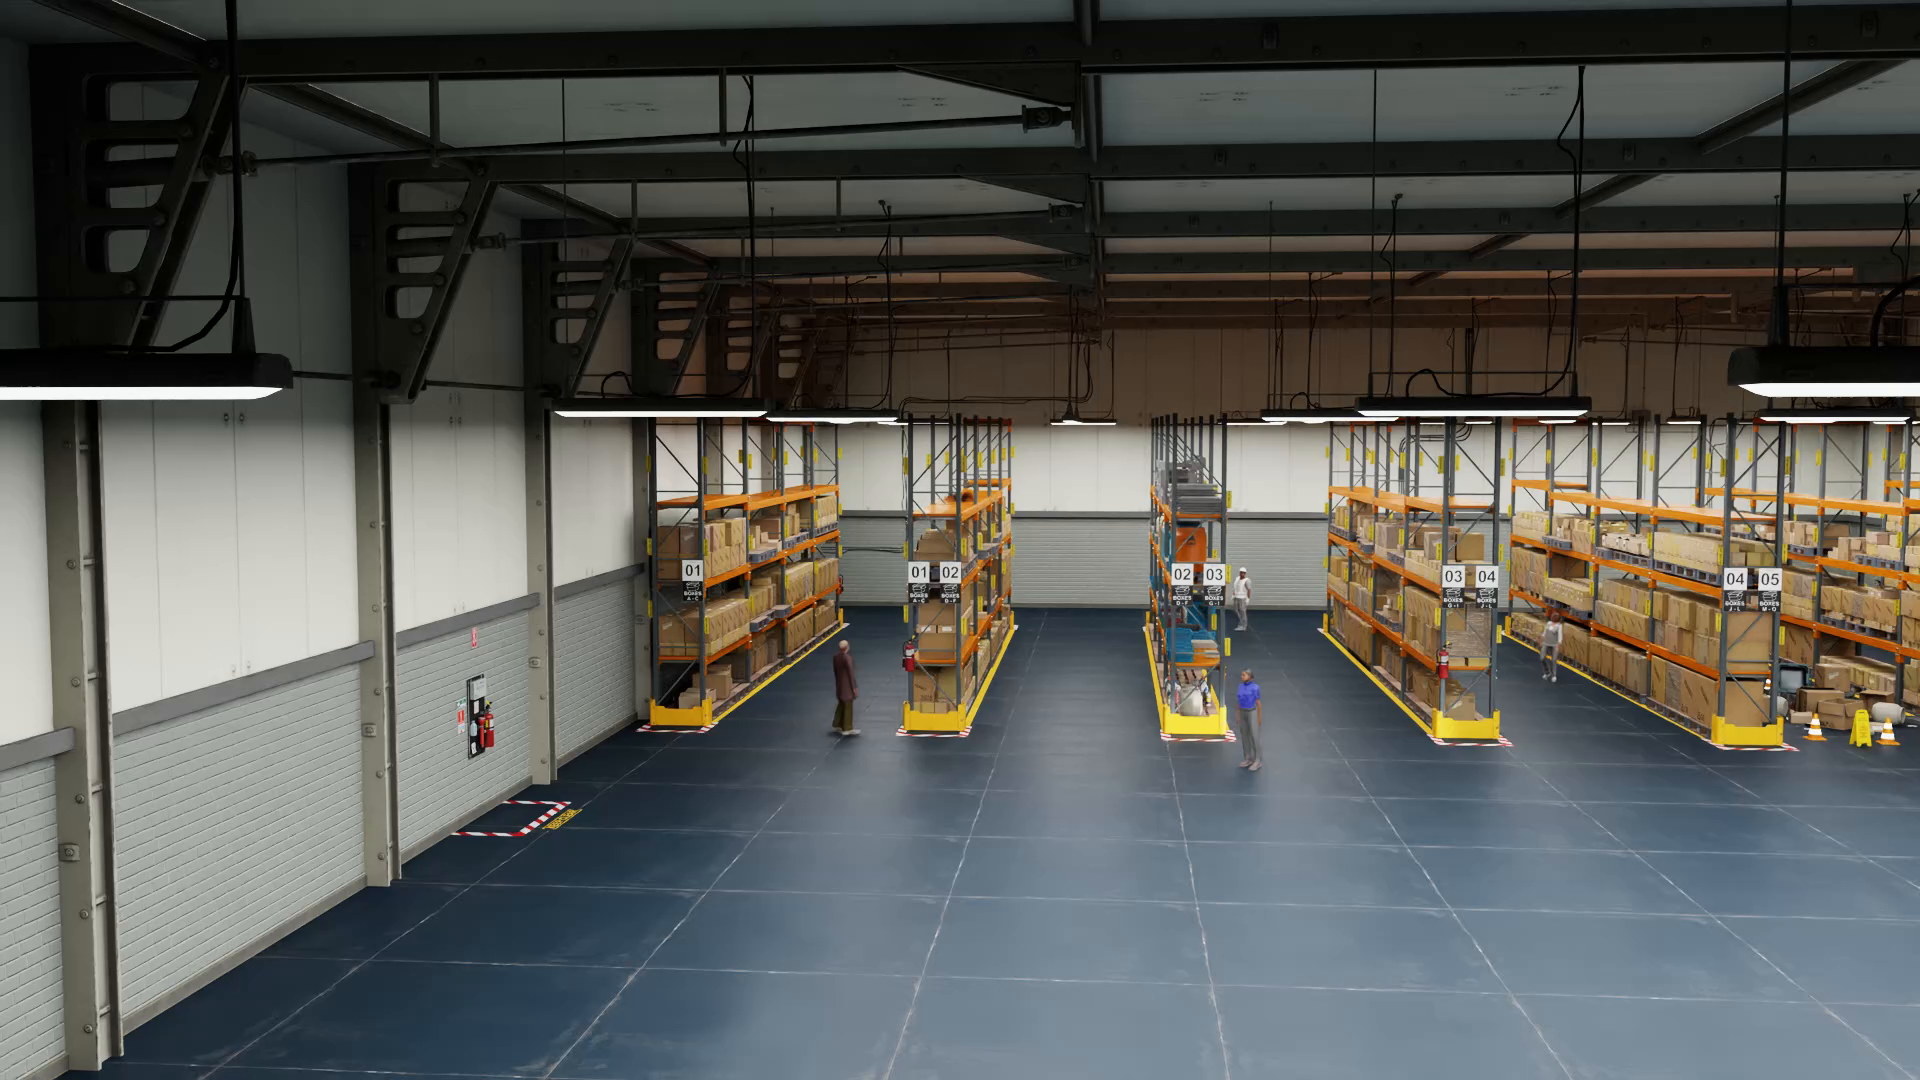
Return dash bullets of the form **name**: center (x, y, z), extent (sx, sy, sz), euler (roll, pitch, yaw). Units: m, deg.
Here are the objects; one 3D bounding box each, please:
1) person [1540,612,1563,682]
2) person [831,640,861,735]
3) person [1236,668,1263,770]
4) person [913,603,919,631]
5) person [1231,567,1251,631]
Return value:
- **person**: center (13.349, 2.425, 37.597), extent (0.526, 1.561, 0.486), euler (2, 4, 30)
- **person**: center (-2.110, 2.768, 31.090), extent (0.478, 1.818, 0.638), euler (-2, 4, -24)
- **person**: center (4.861, 3.016, 28.096), extent (0.388, 1.665, 0.549), euler (-4, 5, -43)
- **person**: center (-1.077, 1.706, 46.677), extent (0.528, 1.788, 0.615), euler (2, 4, 27)
- **person**: center (7.936, 1.686, 46.977), extent (0.448, 1.835, 0.569), euler (-2, 4, -24)
